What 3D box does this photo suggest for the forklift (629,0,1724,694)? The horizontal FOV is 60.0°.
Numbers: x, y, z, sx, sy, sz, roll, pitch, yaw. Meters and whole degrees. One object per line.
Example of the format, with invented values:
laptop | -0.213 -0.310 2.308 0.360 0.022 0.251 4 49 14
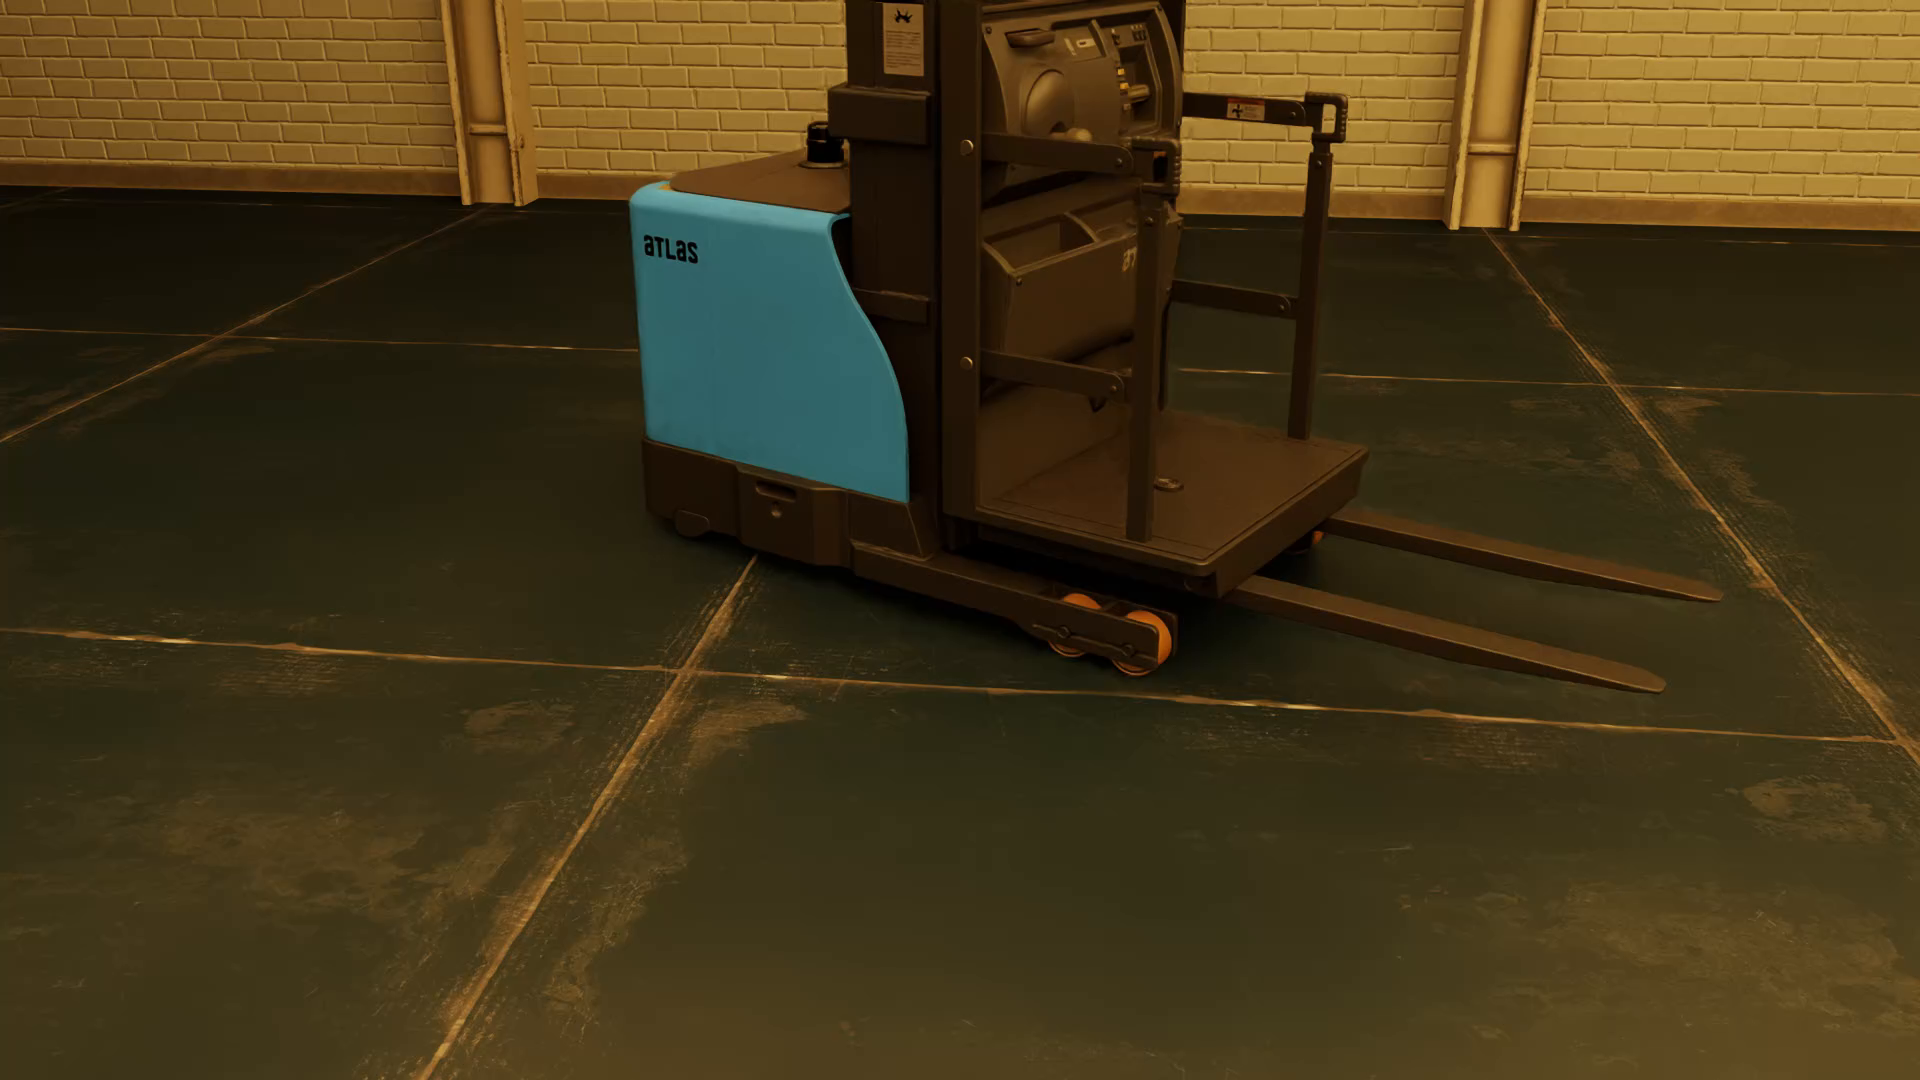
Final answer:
forklift | 0.513 -1.234 4.317 3.031 2.935 1.130 14 26 32
